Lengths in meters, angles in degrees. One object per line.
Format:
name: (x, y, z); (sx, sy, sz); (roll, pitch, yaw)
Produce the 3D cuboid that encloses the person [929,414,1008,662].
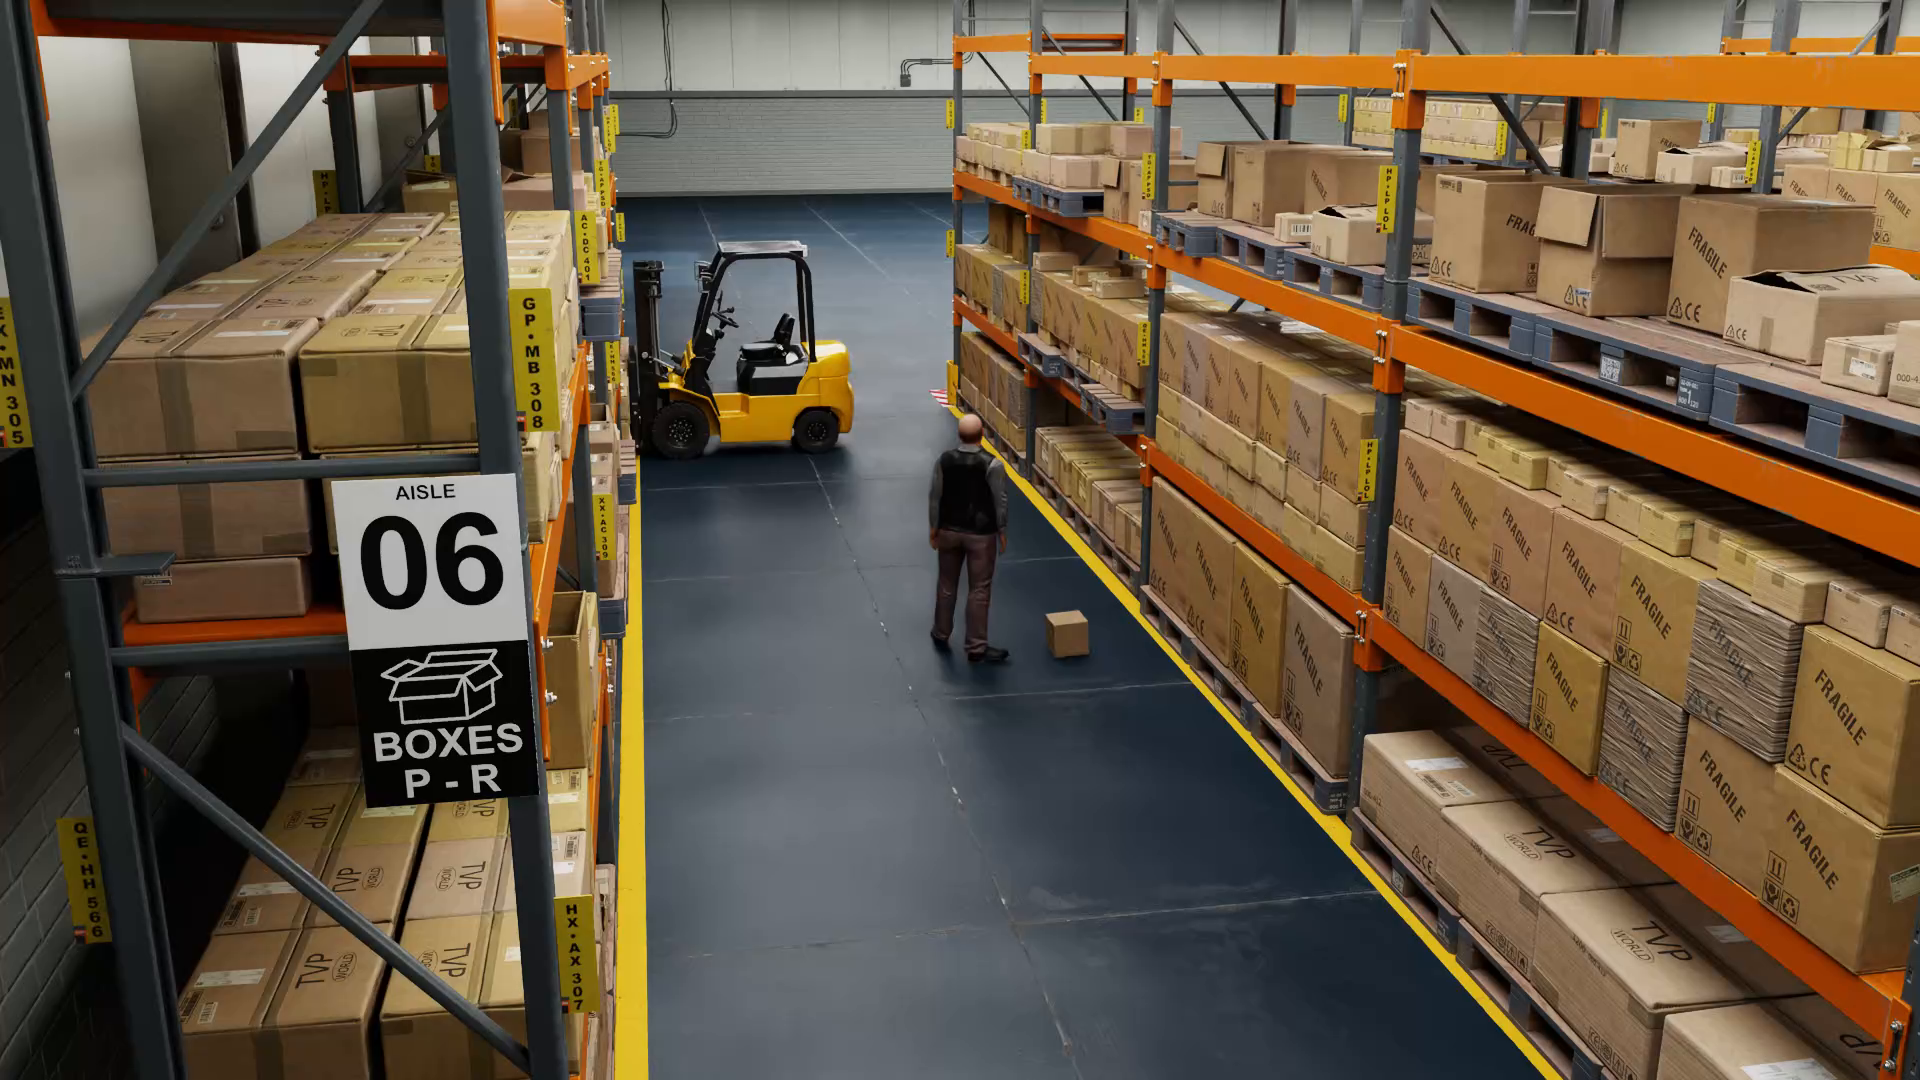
person: (0.042, -0.042, 11.648); (0.689, 1.717, 0.488); (7, 17, 22)
